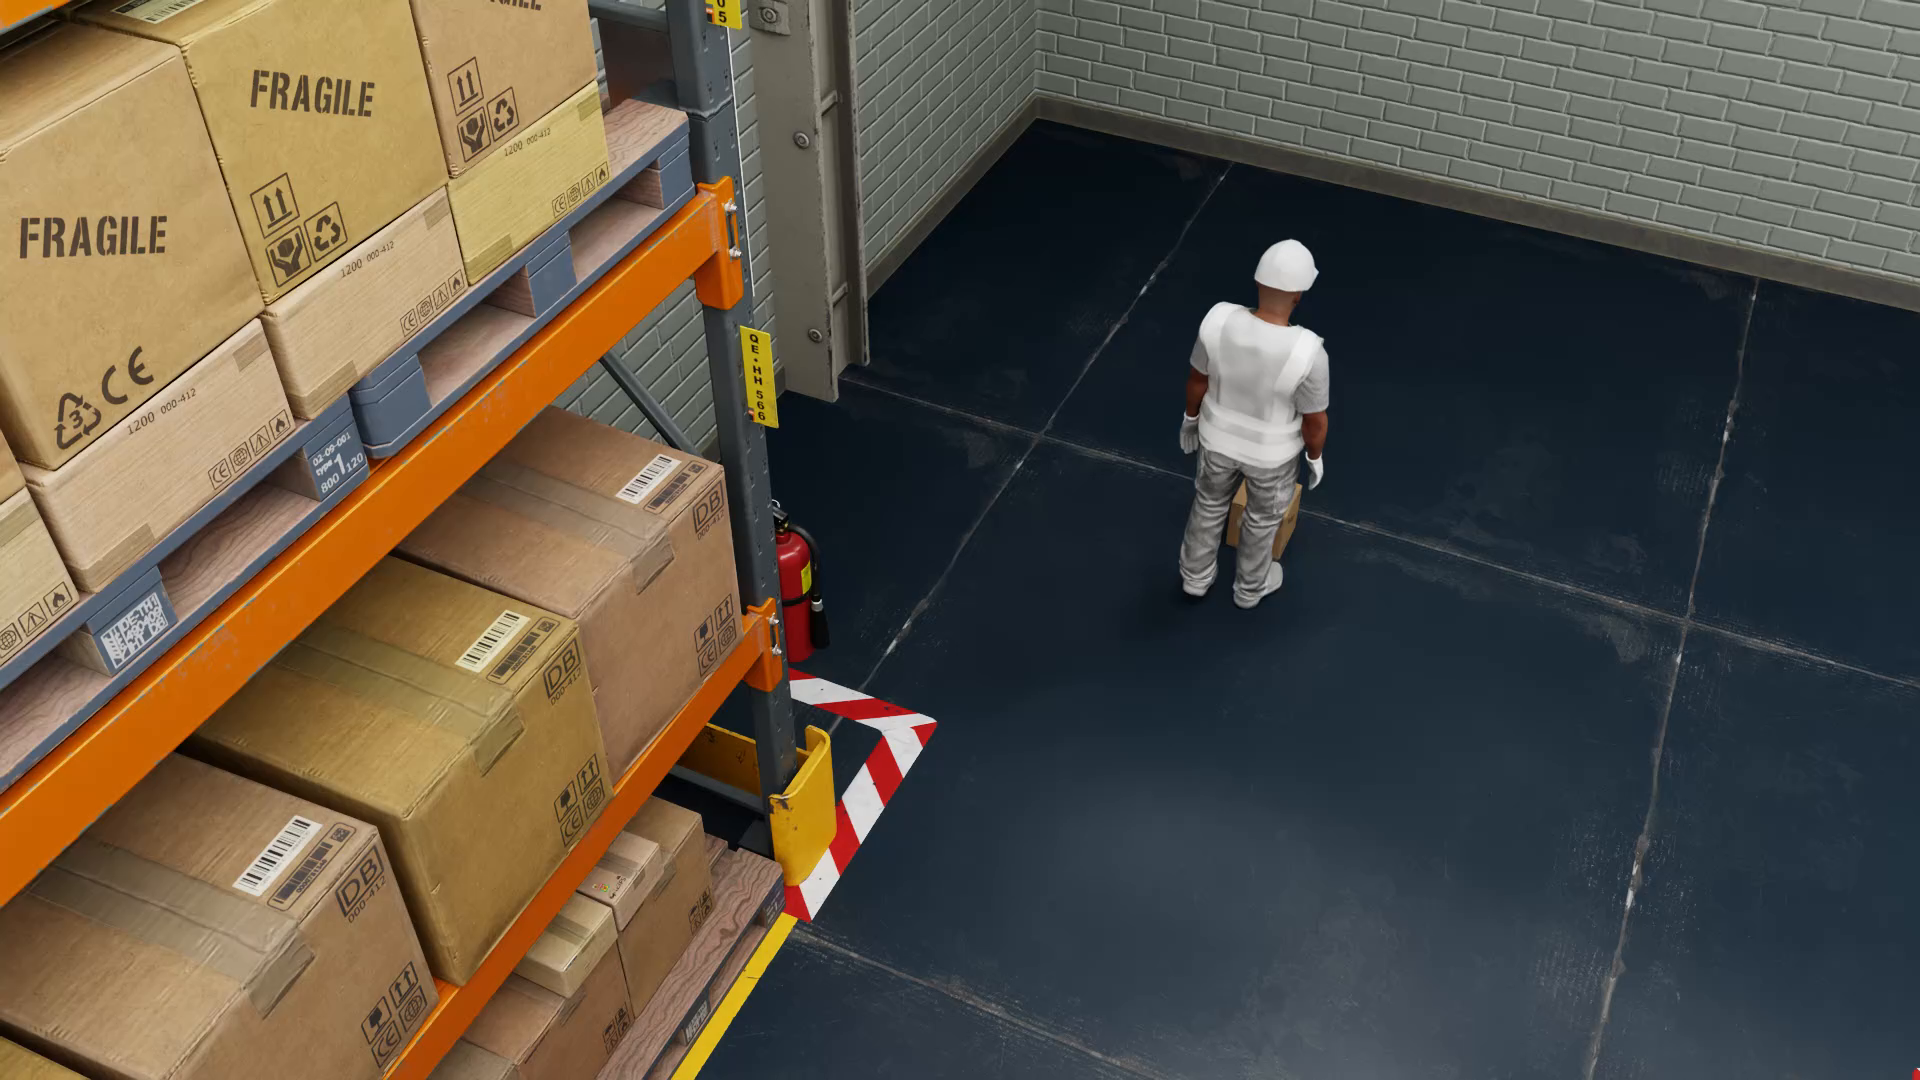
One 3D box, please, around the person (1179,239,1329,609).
[{"bbox_3d":[1.184,-0.410,6.614,0.590,1.836,0.485,22,46,23],"label":"person"}]
